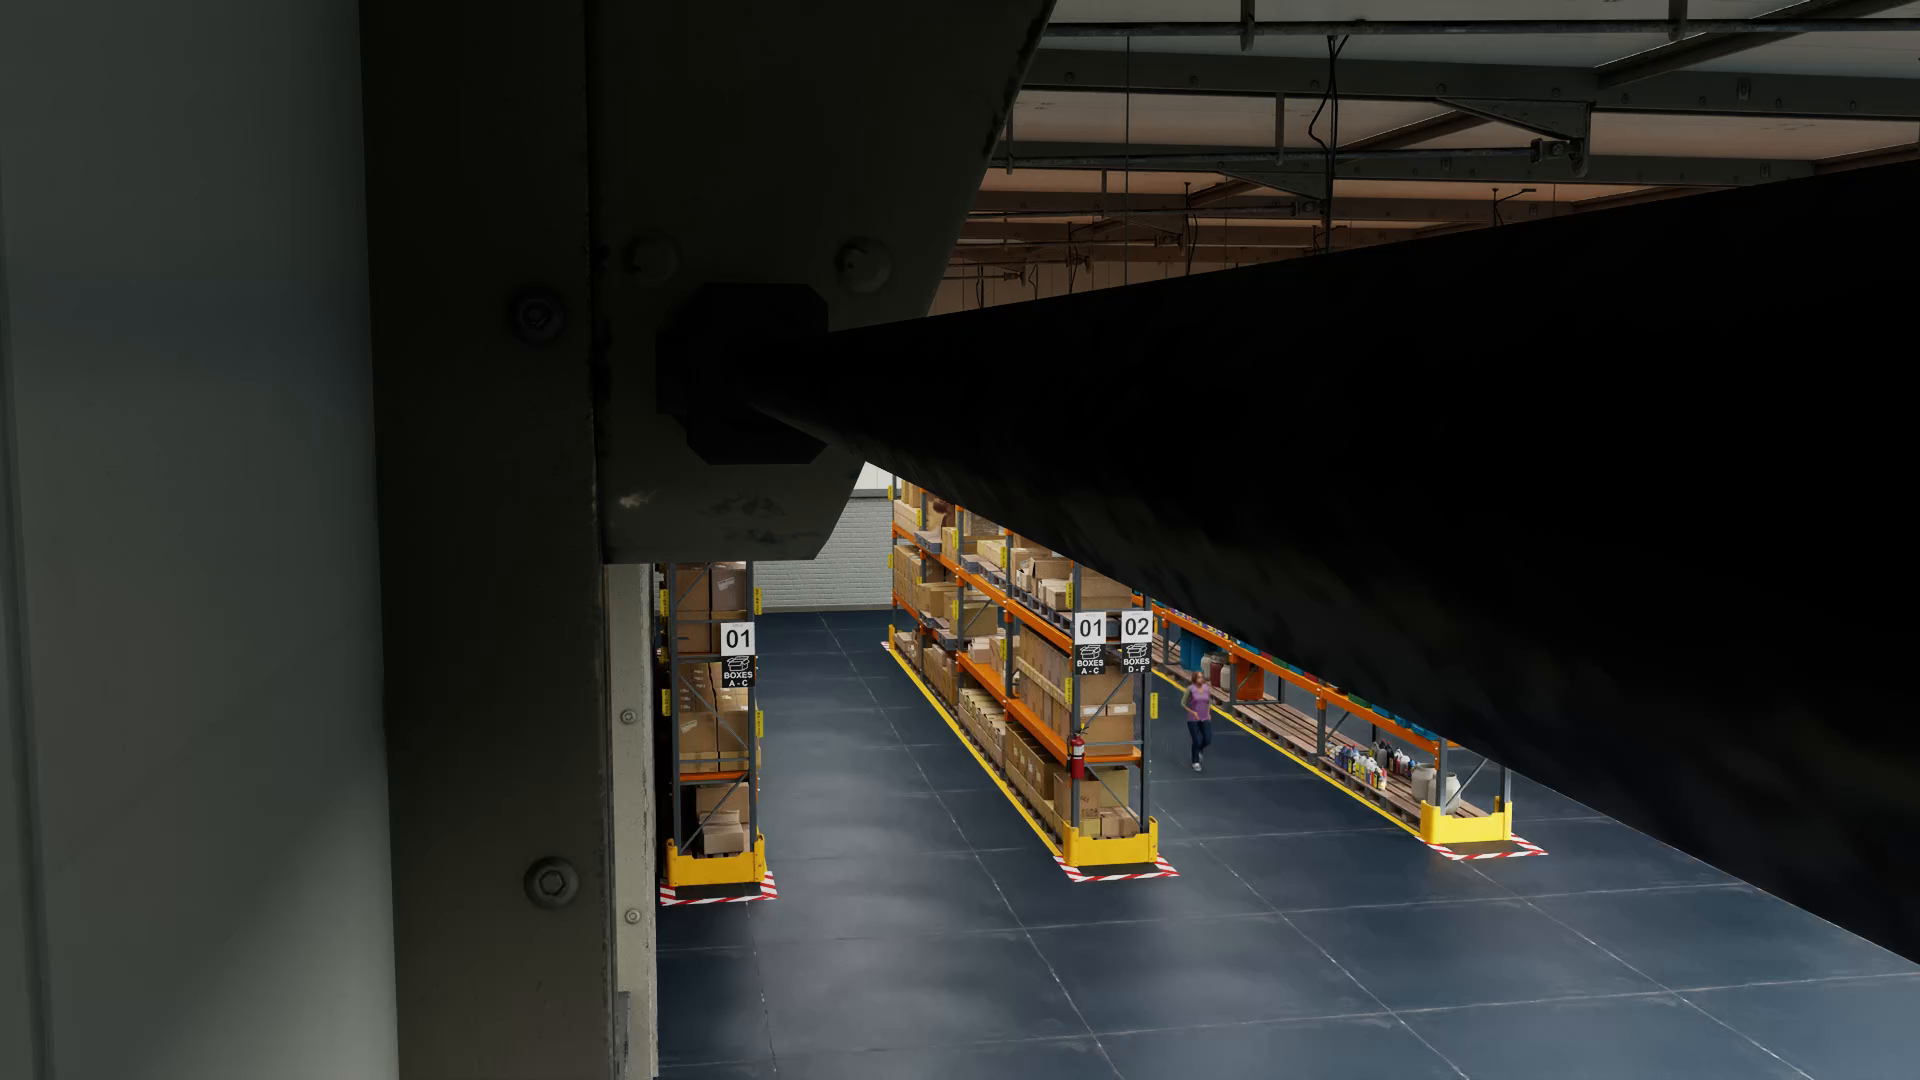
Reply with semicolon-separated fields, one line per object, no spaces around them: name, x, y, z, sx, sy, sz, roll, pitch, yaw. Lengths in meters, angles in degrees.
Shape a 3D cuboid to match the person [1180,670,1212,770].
person;3.667;2.784;25.674;0.543;1.567;0.530;-2;6;-15
